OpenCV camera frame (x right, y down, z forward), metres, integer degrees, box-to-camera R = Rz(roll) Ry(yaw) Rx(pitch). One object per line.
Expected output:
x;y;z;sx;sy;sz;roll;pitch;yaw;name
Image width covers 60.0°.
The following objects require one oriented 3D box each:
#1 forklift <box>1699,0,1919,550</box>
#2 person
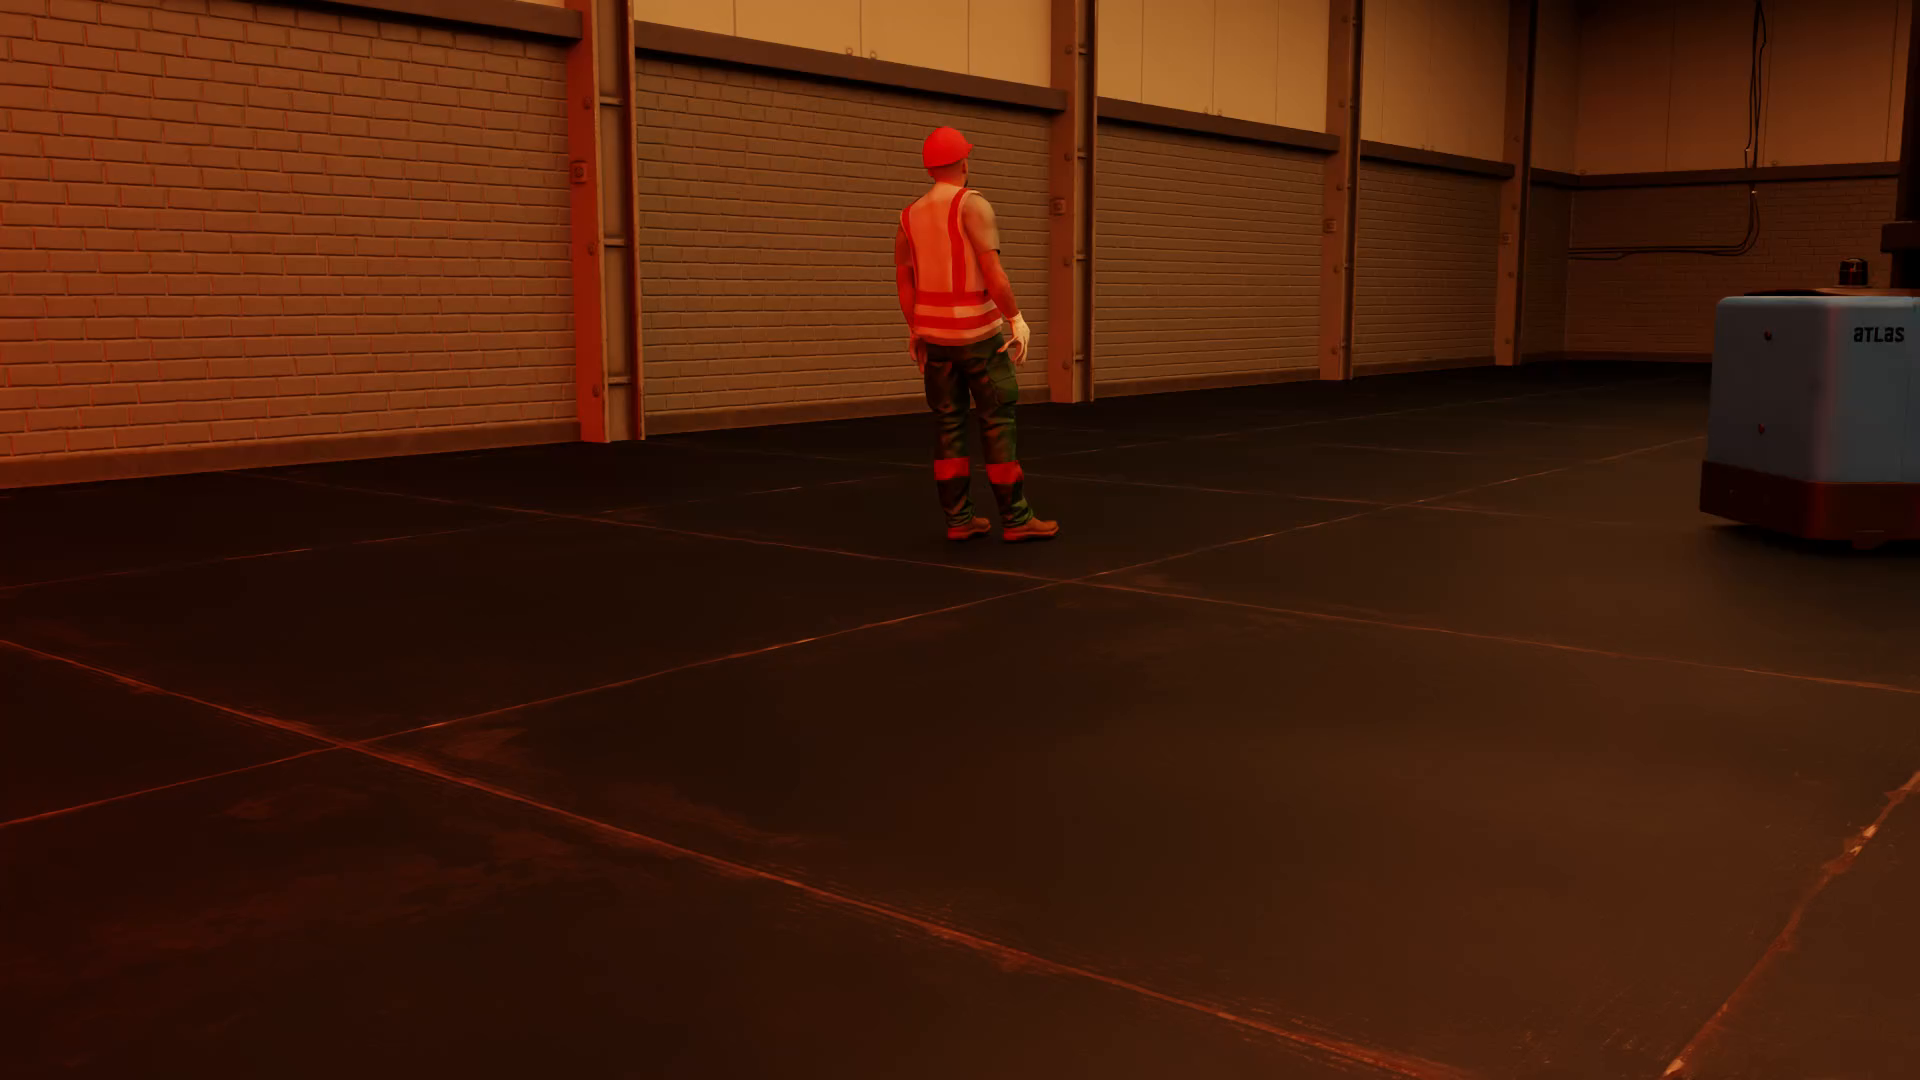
5.017;-1.460;7.261;3.031;2.935;1.130;0;8;-2;forklift
0.060;-0.900;7.328;0.637;1.787;0.564;7;11;38;person
